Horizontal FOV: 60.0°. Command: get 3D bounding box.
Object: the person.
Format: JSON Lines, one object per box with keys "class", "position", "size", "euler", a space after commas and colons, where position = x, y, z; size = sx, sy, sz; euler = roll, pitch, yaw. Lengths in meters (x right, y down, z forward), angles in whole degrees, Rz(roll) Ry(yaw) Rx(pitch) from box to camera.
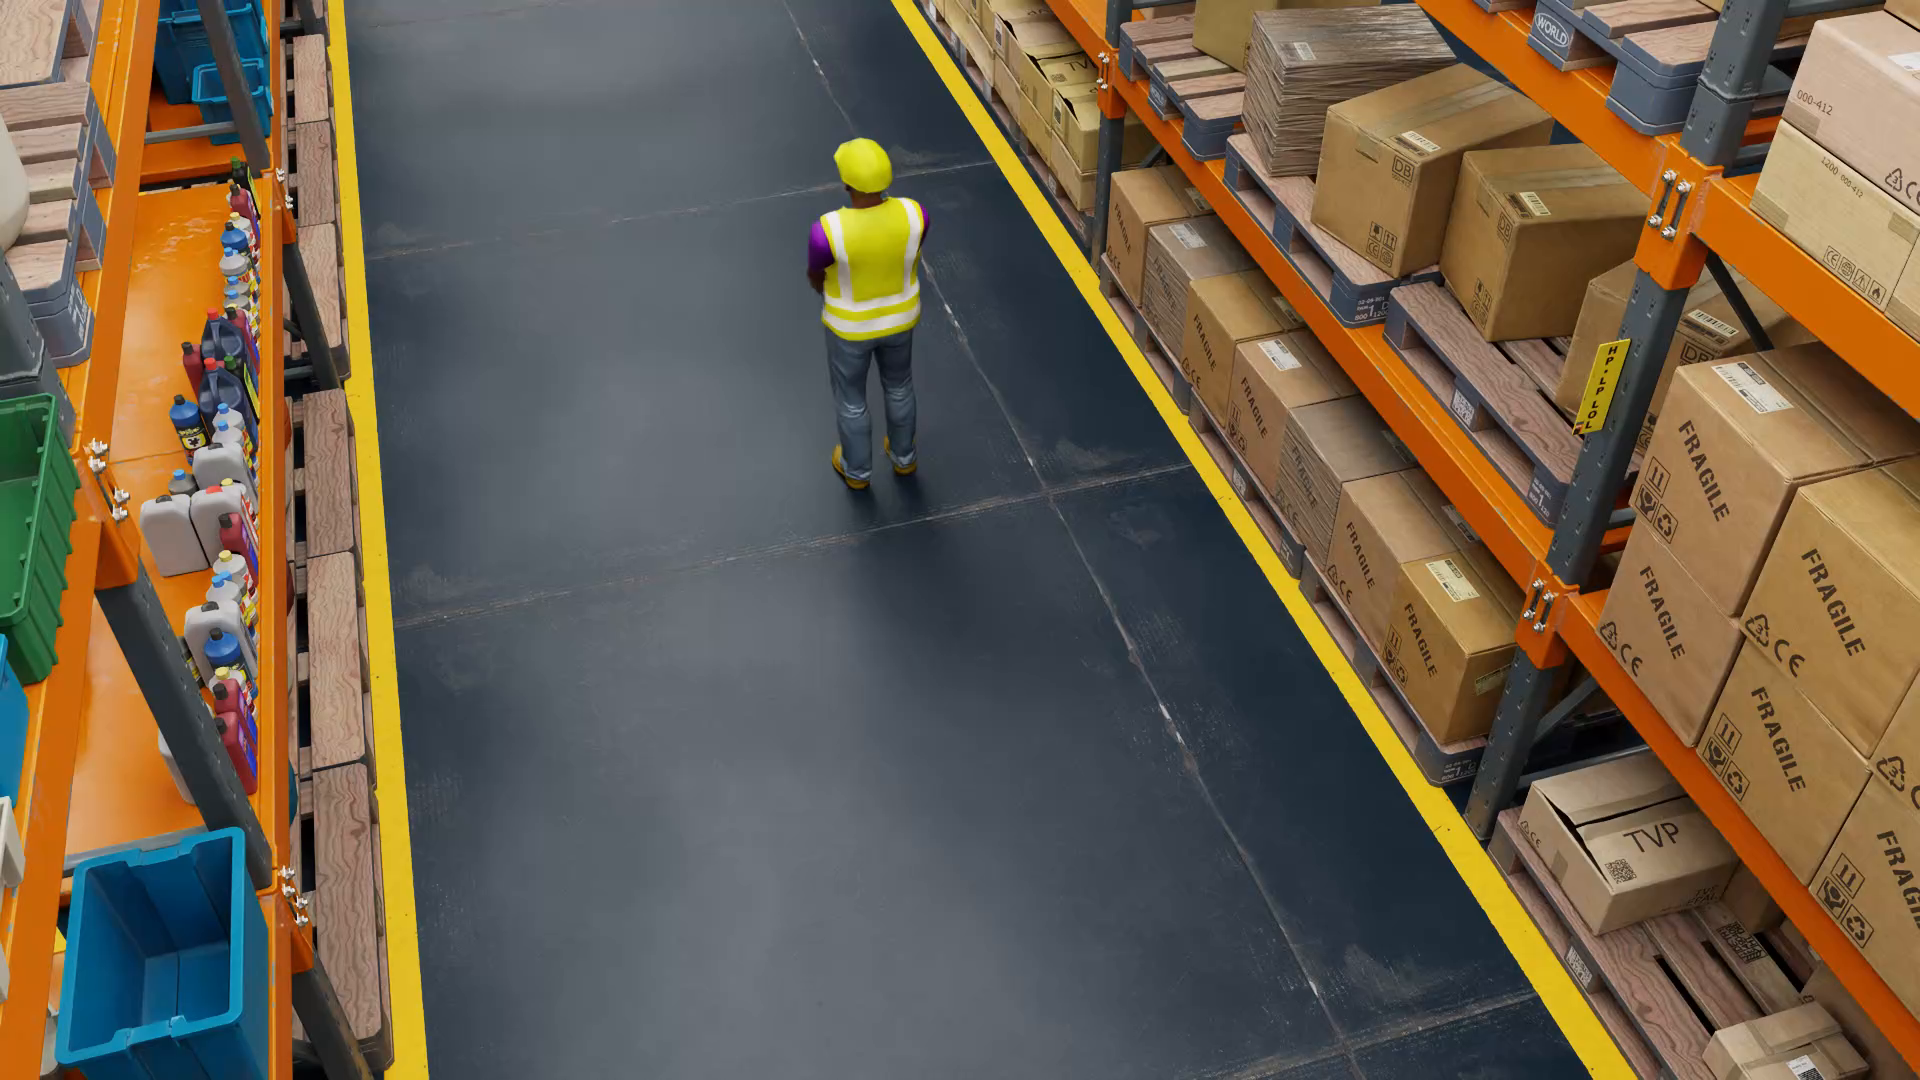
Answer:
{"class": "person", "position": [-0.428, -1.003, 7.285], "size": [0.513, 1.730, 0.573], "euler": [-15, 44, -16]}
